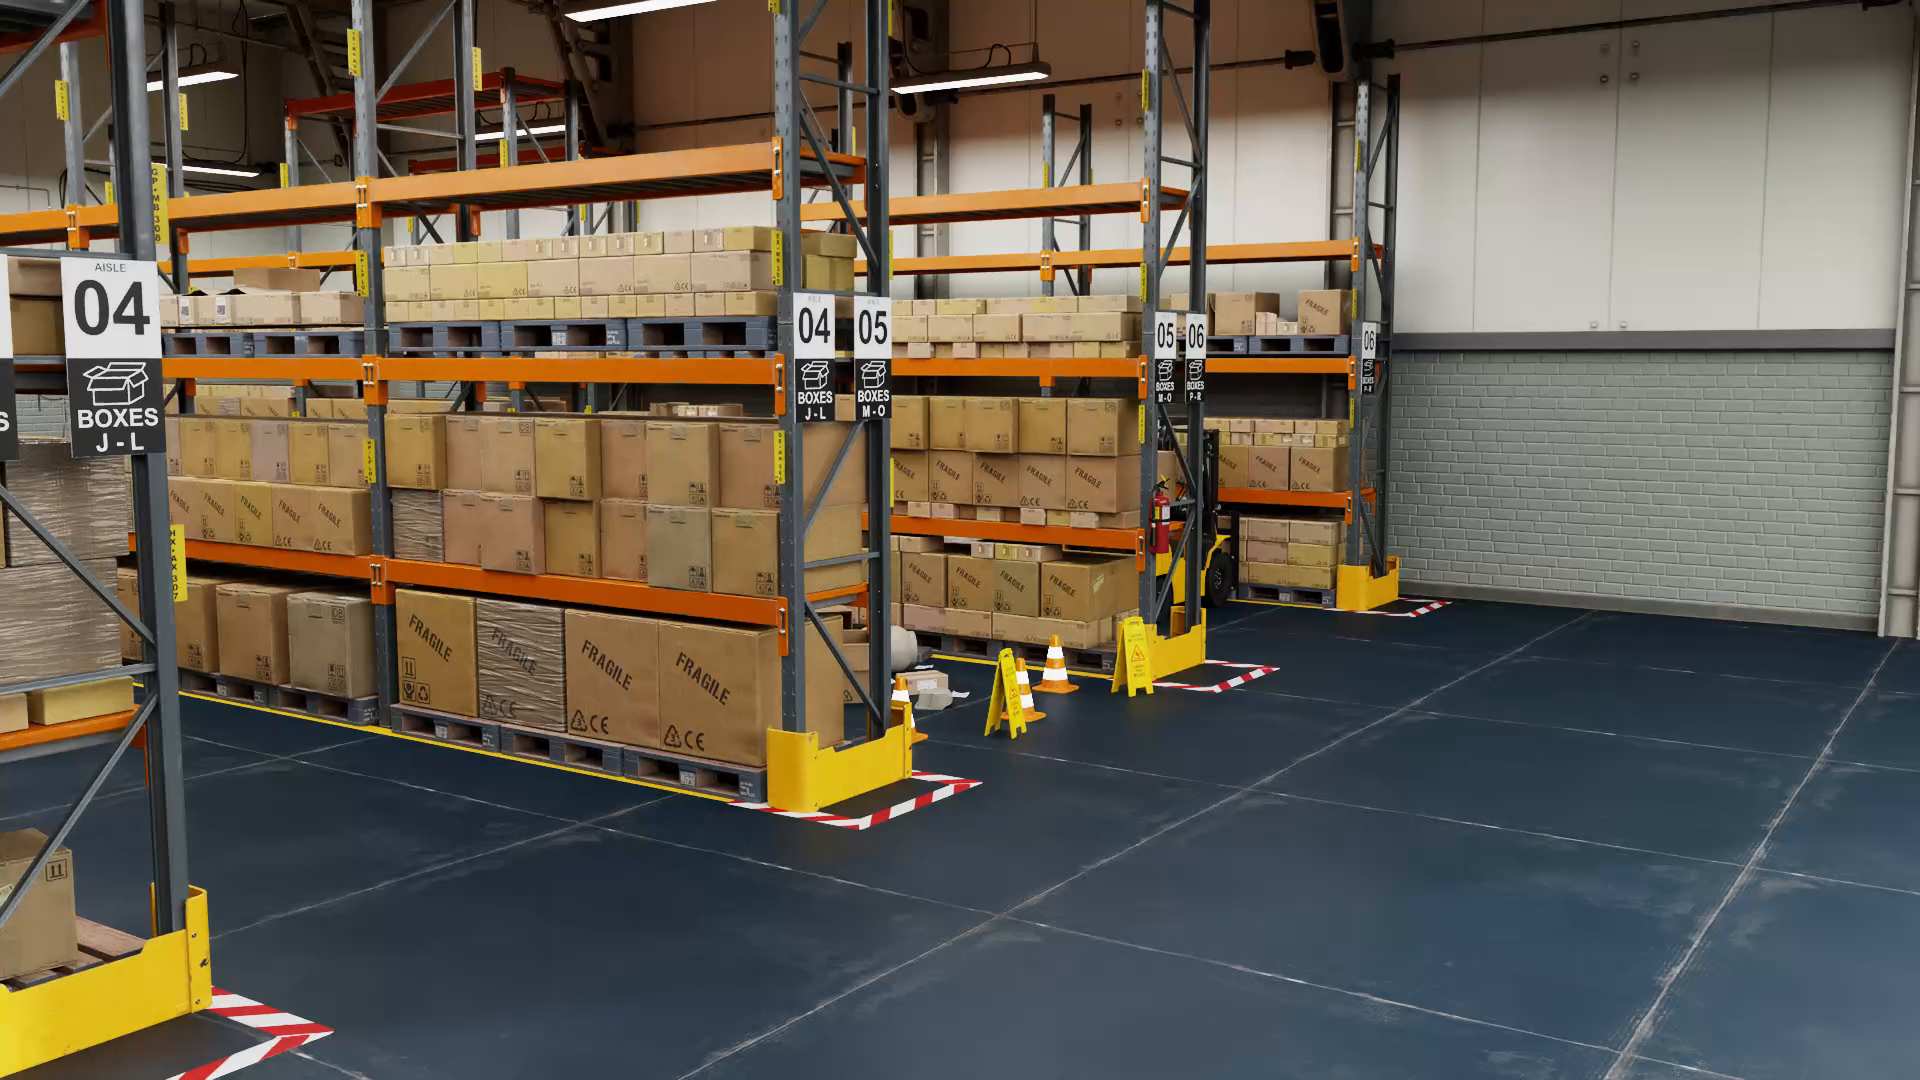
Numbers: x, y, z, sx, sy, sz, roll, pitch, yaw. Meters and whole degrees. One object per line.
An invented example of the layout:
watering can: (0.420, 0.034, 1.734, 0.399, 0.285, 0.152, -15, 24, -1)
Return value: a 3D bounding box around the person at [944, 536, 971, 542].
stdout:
person: (-0.143, -0.132, 18.835, 0.584, 1.778, 0.426, 4, 7, 32)
